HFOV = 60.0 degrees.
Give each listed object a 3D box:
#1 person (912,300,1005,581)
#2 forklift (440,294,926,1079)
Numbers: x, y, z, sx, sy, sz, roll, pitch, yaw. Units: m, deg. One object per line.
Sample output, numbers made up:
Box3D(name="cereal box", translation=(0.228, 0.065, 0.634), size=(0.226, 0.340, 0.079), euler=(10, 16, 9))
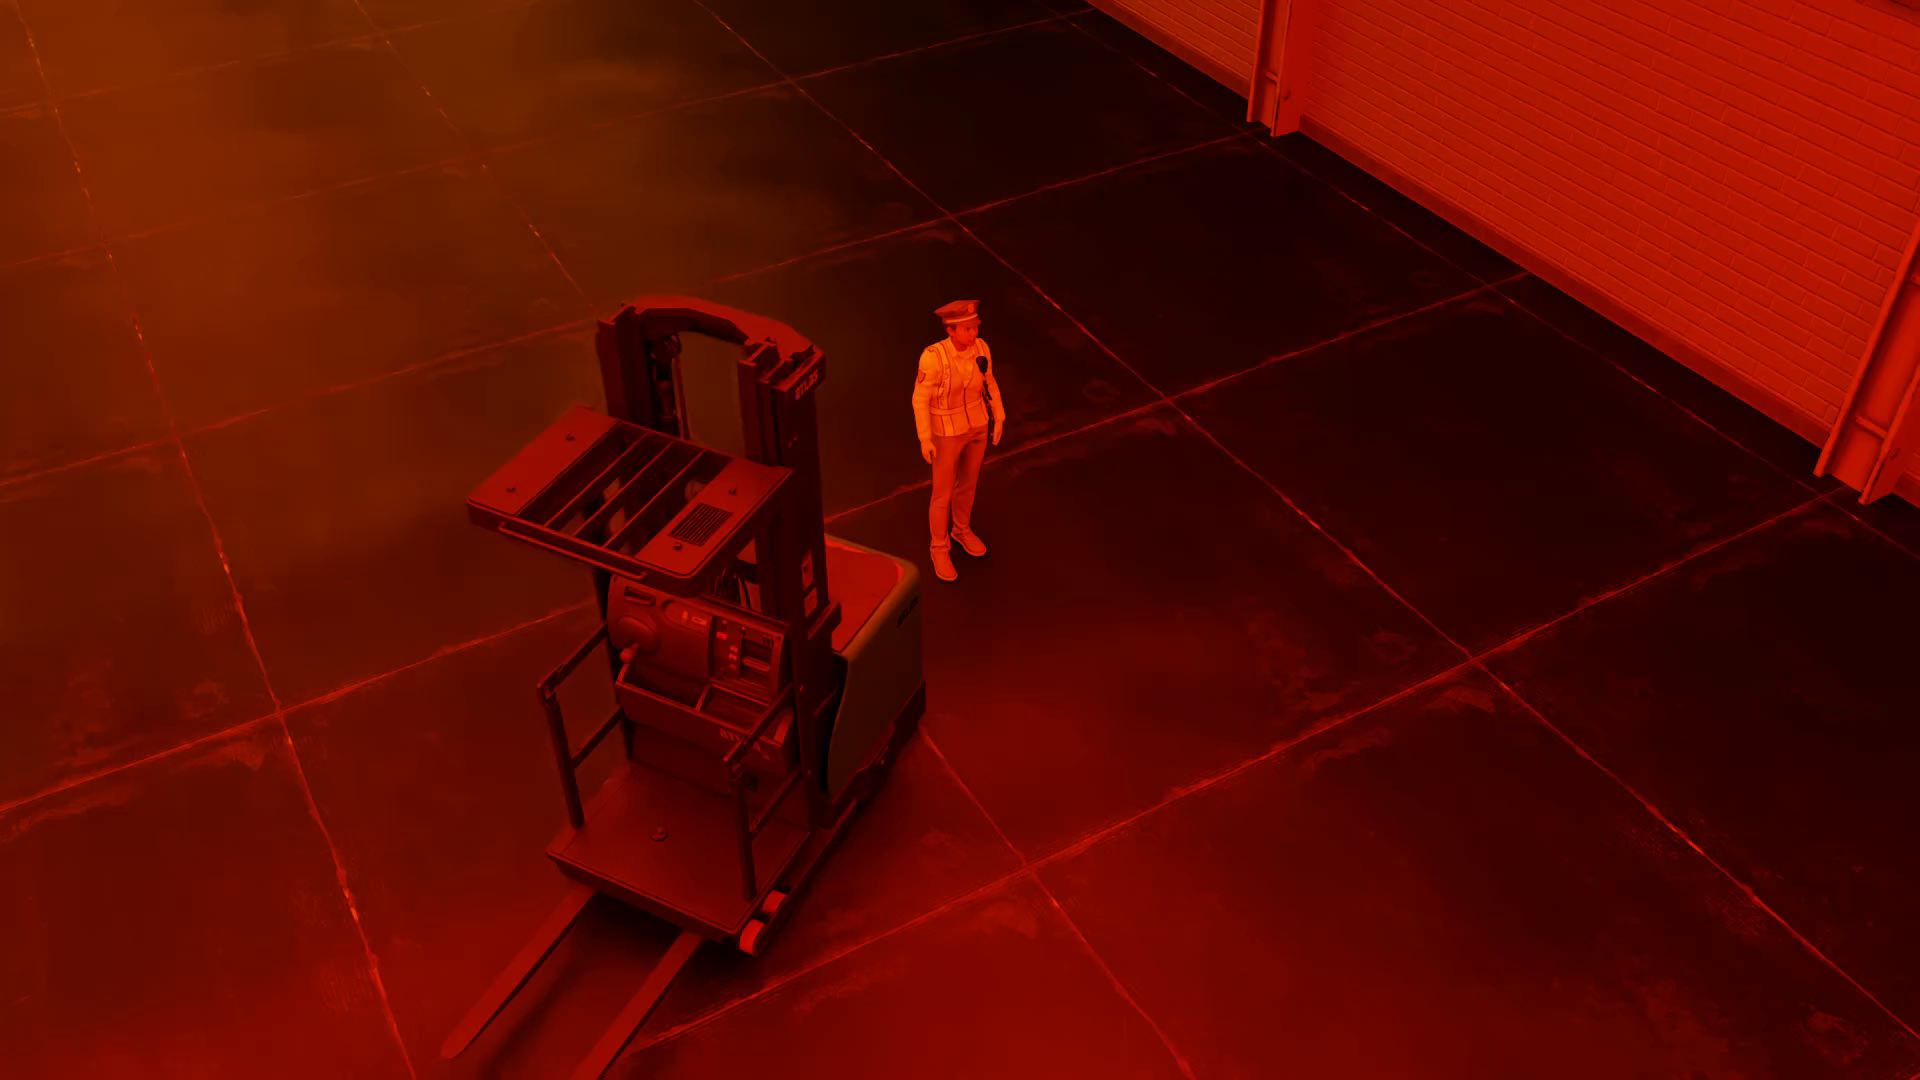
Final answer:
Box3D(name="person", translation=(0.028, -0.618, 9.738), size=(0.586, 1.694, 0.532), euler=(-20, 44, -23))
Box3D(name="forklift", translation=(-1.298, 0.525, 7.403), size=(1.130, 2.935, 3.031), euler=(18, 43, 20))
